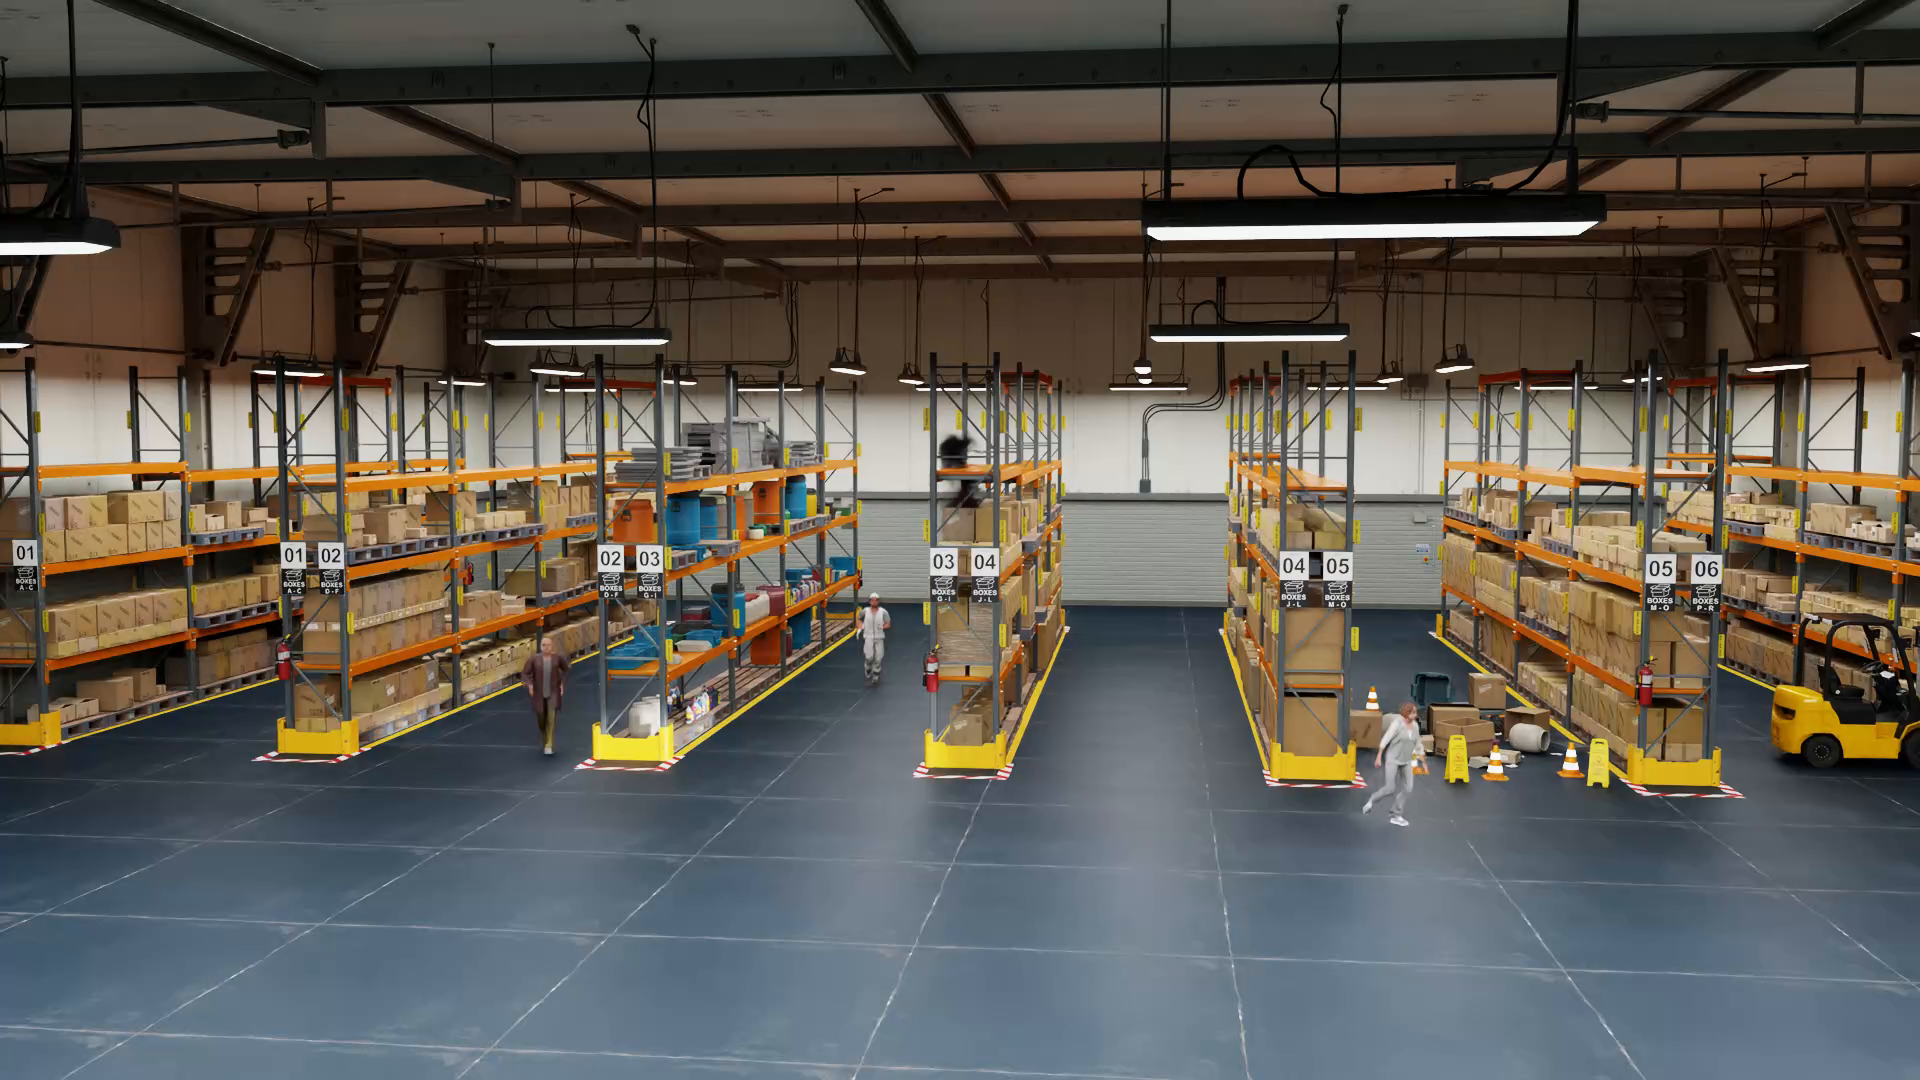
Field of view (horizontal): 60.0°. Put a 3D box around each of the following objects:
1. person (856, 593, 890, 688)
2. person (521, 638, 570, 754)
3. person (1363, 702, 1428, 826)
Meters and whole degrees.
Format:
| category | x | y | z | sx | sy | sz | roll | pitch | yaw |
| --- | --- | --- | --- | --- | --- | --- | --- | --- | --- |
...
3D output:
| category | x | y | z | sx | sy | sz | roll | pitch | yaw |
| --- | --- | --- | --- | --- | --- | --- | --- | --- | --- |
| person | -1.628 | 1.890 | 31.372 | 0.639 | 1.780 | 0.697 | -1 | 4 | -7 |
| person | -6.291 | 2.342 | 25.271 | 0.729 | 1.749 | 0.934 | -1 | 4 | -13 |
| person | 5.432 | 2.763 | 20.754 | 0.587 | 1.543 | 0.623 | -2 | 5 | -26 |
